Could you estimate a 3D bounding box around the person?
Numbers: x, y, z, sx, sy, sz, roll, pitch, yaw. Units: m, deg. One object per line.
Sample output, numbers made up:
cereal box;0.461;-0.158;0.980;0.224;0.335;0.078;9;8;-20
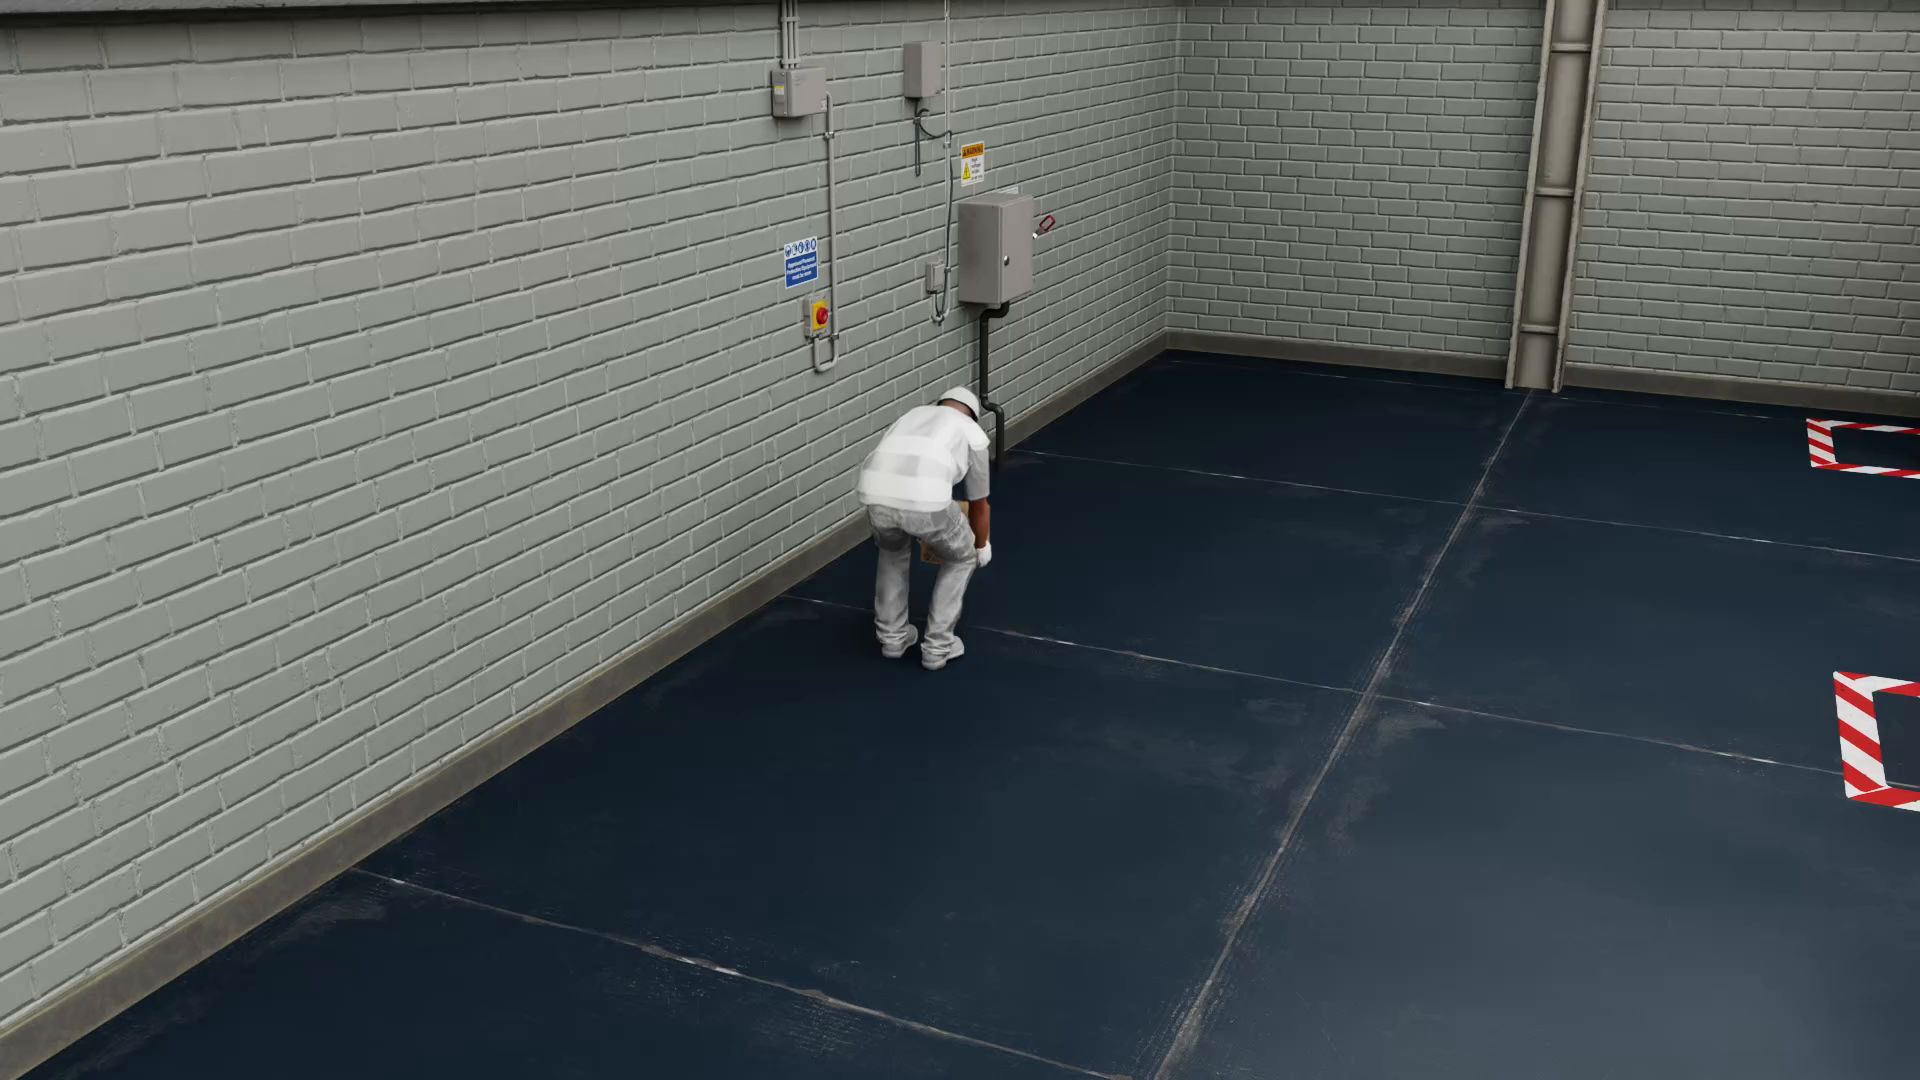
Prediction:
person;-0.140;-0.066;7.707;0.528;1.146;0.970;7;20;20
